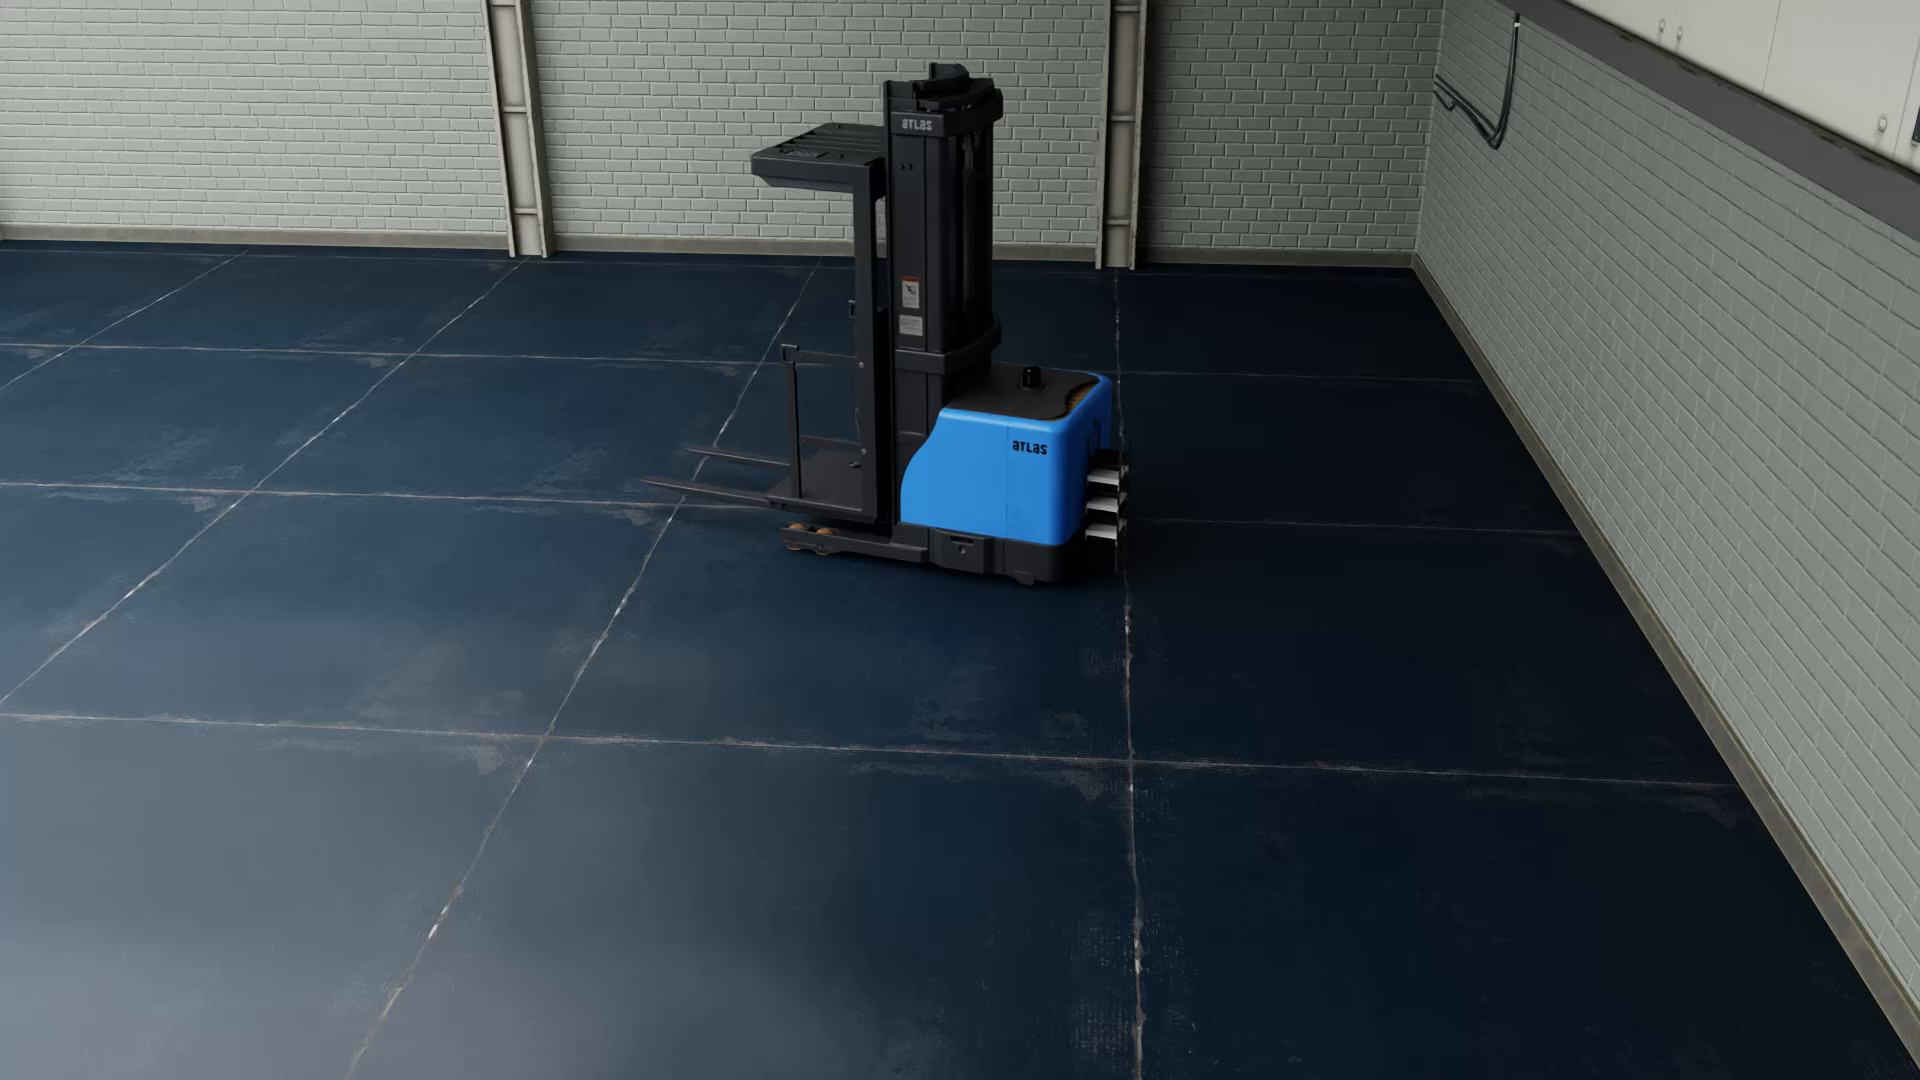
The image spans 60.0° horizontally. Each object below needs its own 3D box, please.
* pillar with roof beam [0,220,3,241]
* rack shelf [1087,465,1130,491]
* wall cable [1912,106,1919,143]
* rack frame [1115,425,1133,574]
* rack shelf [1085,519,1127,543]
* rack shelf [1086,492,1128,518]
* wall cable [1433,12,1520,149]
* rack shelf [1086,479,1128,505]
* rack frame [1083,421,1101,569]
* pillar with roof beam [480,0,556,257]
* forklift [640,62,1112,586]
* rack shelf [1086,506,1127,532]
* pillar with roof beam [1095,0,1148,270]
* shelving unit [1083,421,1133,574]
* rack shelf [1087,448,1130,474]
[{"bbox_3d":[-10.726,-5.453,11.836,0.400,9.000,9.100,2,25,4],"label":"pillar with roof beam"},{"bbox_3d":[0.910,-0.391,10.173,0.200,0.077,0.258,9,26,19],"label":"rack shelf"},{"bbox_3d":[3.662,-3.807,4.190,0.169,6.003,2.305,2,25,4],"label":"wall cable"},{"bbox_3d":[1.005,-0.243,10.201,0.006,0.900,0.240,9,26,19],"label":"rack frame"},{"bbox_3d":[0.910,-0.064,10.324,0.200,0.077,0.258,9,26,19],"label":"rack shelf"},{"bbox_3d":[0.910,-0.228,10.248,0.200,0.077,0.258,9,26,19],"label":"rack shelf"},{"bbox_3d":[4.404,-4.808,14.148,0.112,2.526,3.097,2,25,4],"label":"wall cable"},{"bbox_3d":[0.910,-0.310,10.211,0.200,0.077,0.258,9,26,19],"label":"rack shelf"},{"bbox_3d":[0.815,-0.273,10.268,0.006,0.900,0.240,9,26,19],"label":"rack frame"},{"bbox_3d":[-4.744,-5.261,11.419,0.400,9.000,9.100,2,25,4],"label":"pillar with roof beam"},{"bbox_3d":[-0.604,-1.429,10.349,3.031,2.935,1.130,9,26,19],"label":"forklift"},{"bbox_3d":[0.910,-0.146,10.286,0.200,0.077,0.258,9,26,19],"label":"rack shelf"},{"bbox_3d":[1.239,-5.069,11.002,0.400,9.000,9.100,2,25,4],"label":"pillar with roof beam"},{"bbox_3d":[0.910,-0.258,10.235,0.210,0.900,0.258,9,26,19],"label":"shelving unit"},{"bbox_3d":[0.910,-0.473,10.136,0.200,0.077,0.258,9,26,19],"label":"rack shelf"}]
